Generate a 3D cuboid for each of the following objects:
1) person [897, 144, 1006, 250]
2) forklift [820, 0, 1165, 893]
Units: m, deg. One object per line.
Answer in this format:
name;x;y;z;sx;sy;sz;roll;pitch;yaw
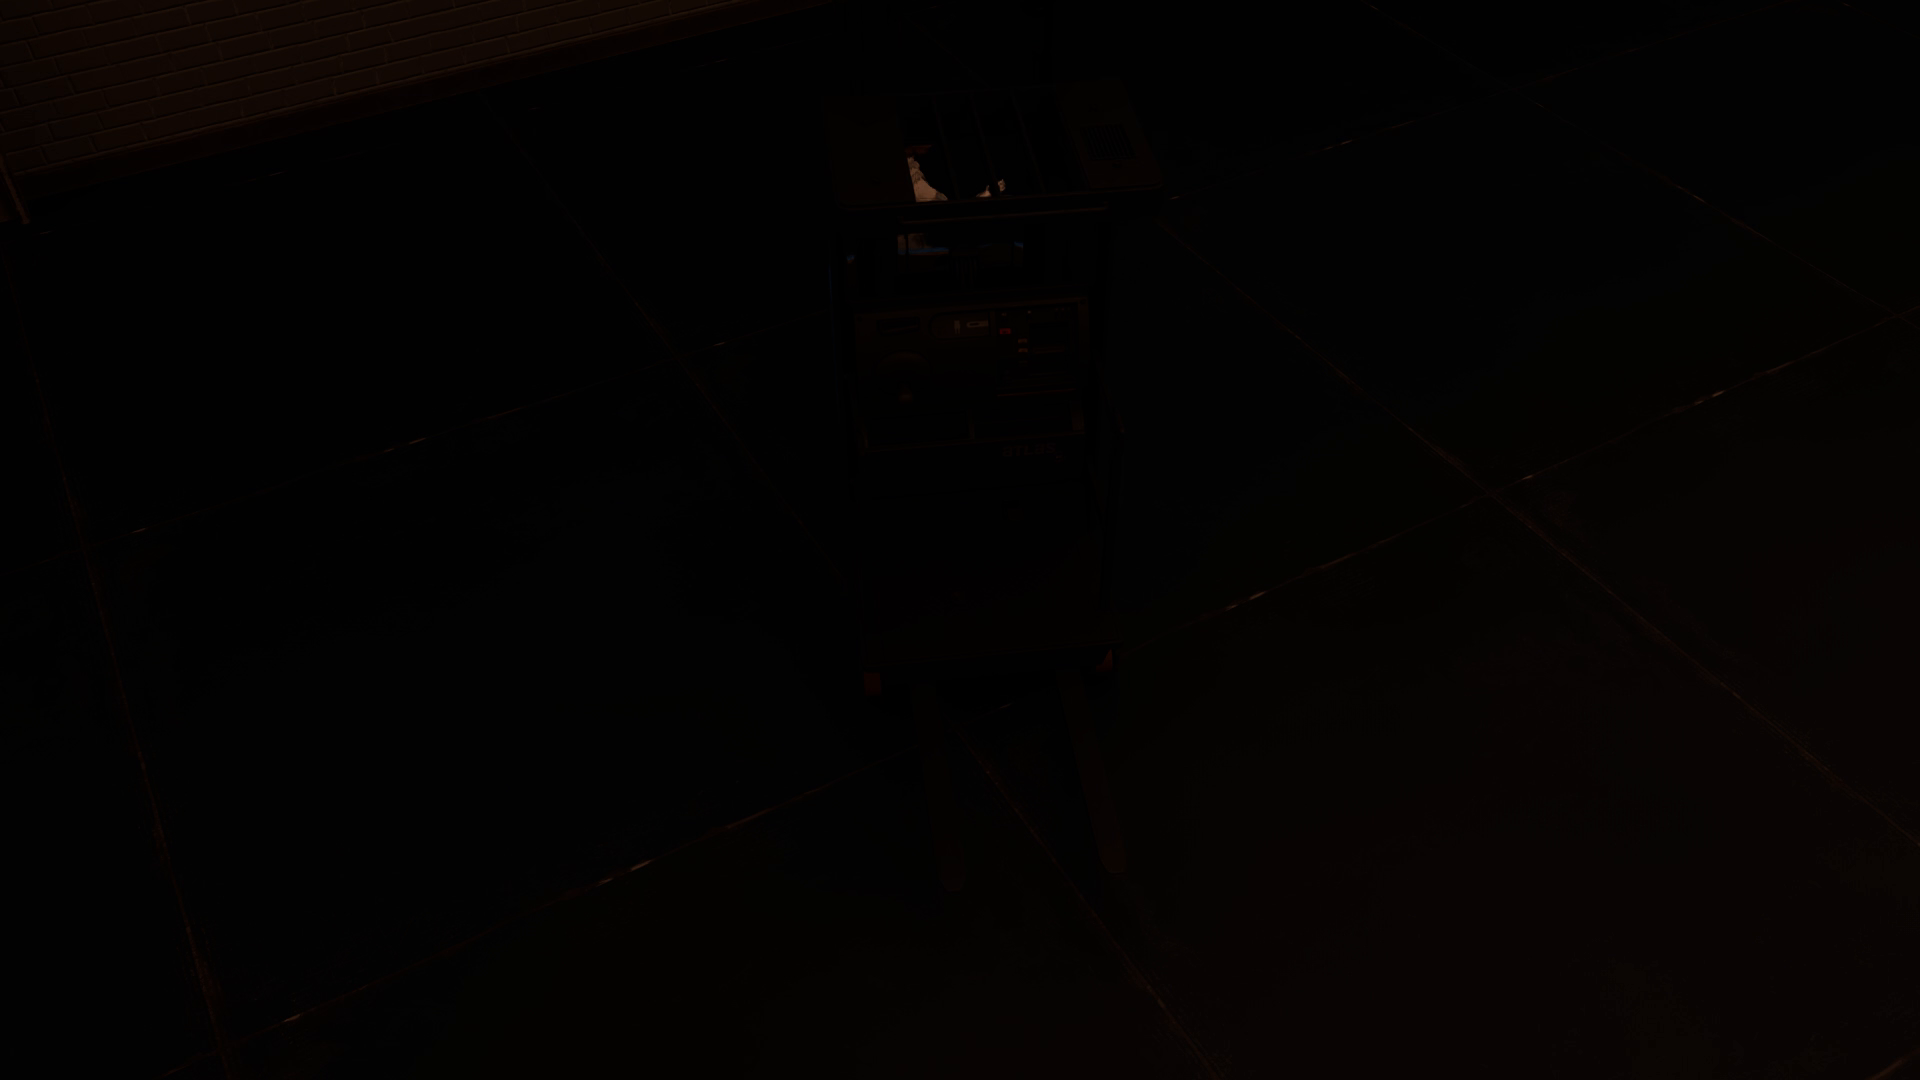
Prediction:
person;-0.128;-1.594;8.511;0.700;1.432;0.917;-18;46;-19
forklift;0.081;-0.663;6.413;1.130;2.935;3.031;-5;43;-6
